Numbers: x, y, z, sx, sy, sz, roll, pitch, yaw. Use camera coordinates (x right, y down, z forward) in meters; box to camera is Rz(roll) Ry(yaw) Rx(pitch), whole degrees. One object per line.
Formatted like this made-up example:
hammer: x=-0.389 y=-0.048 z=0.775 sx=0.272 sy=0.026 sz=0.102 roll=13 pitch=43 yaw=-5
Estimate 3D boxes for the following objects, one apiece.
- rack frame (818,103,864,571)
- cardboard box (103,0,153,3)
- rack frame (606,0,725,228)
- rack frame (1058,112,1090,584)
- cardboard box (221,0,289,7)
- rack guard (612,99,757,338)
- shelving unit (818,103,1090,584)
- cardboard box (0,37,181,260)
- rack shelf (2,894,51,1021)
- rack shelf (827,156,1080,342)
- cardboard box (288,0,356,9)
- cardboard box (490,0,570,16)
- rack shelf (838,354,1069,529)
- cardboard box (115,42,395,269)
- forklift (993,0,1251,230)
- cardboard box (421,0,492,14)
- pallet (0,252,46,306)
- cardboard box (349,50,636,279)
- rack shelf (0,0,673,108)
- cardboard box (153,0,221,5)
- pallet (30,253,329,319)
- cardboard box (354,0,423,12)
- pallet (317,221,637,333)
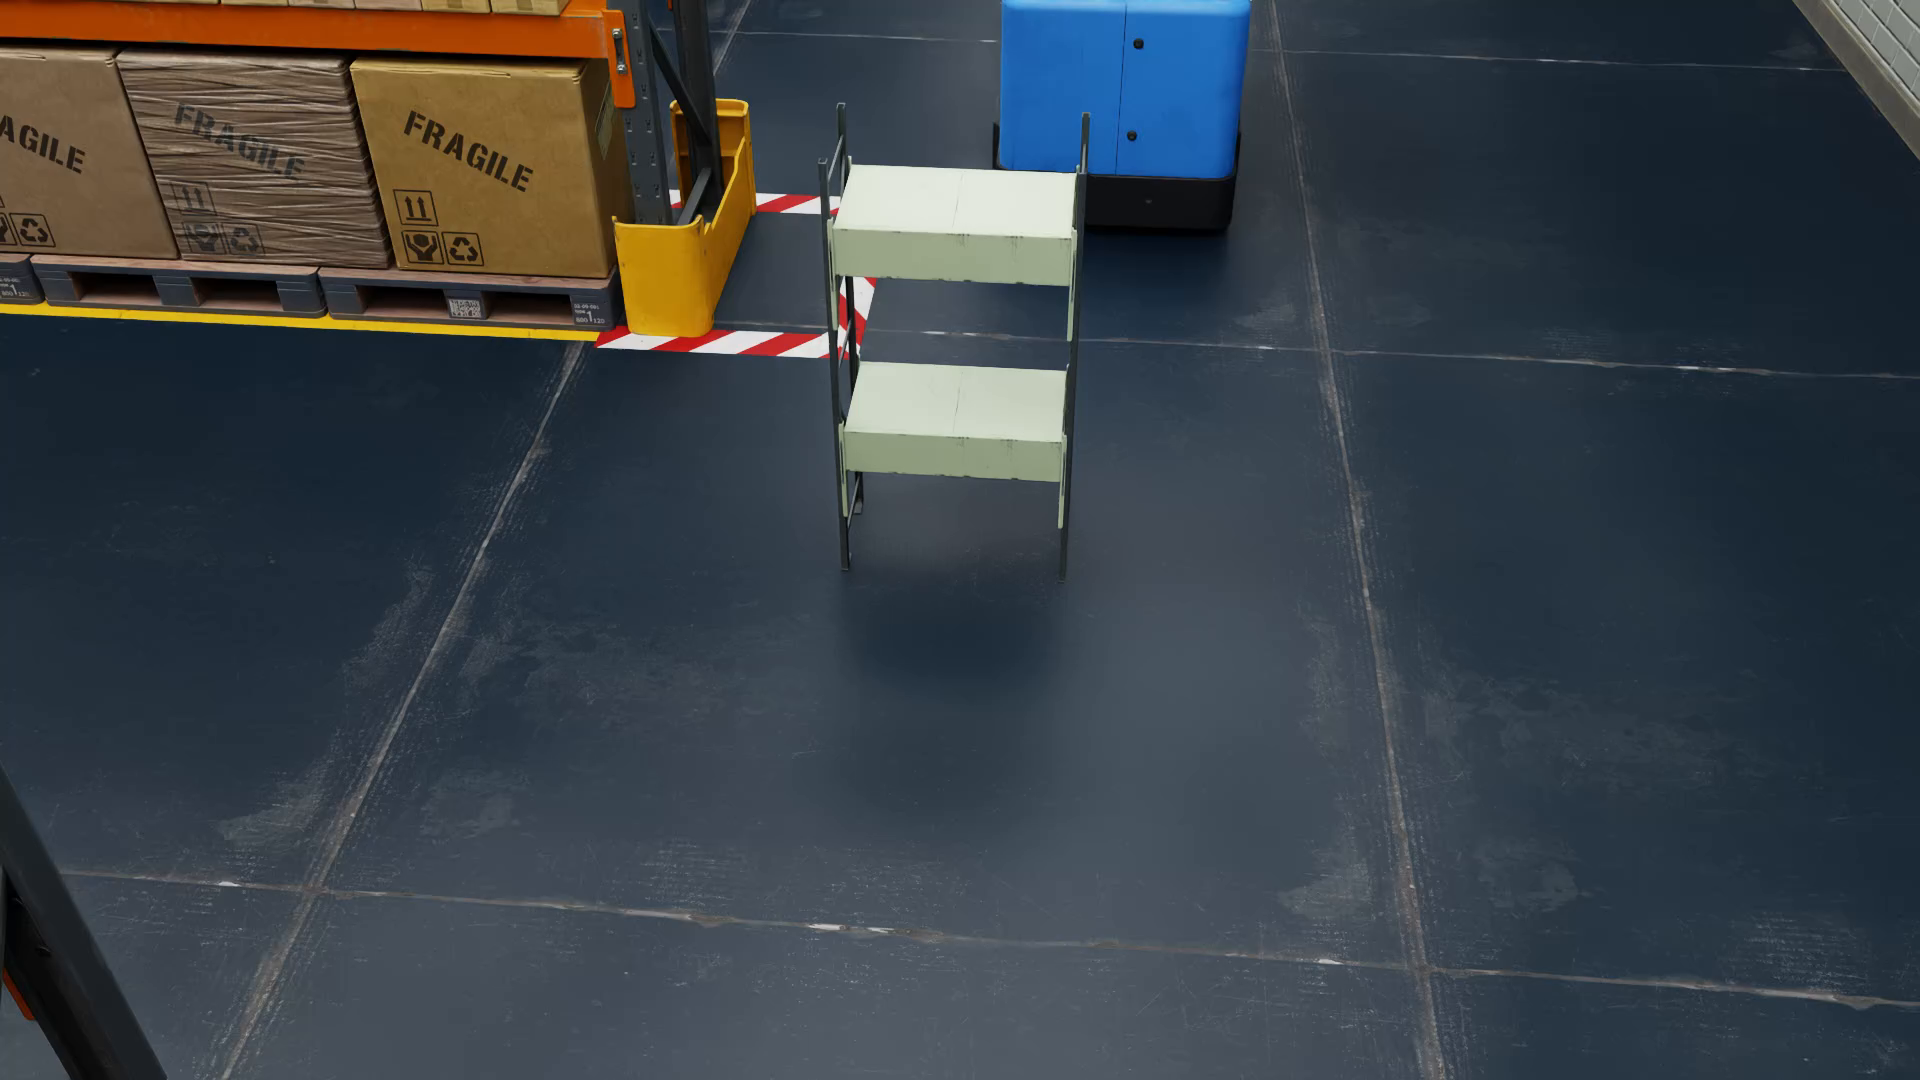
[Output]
rack frame: x=-0.371 y=-0.602 z=5.301 sx=0.023 sy=1.500 sz=0.400 roll=3 pitch=39 yaw=4
cardboard box: x=-3.076 y=-2.159 z=6.226 sx=0.250 sy=0.149 sz=0.380 roll=4 pitch=39 yaw=5
rack frame: x=-1.170 y=-2.361 z=6.274 sx=0.127 sy=3.000 sz=1.000 roll=3 pitch=39 yaw=4
rack frame: x=0.358 y=-0.562 z=5.252 sx=0.023 sy=1.500 sz=0.400 roll=3 pitch=39 yaw=4
cardboard box: x=-2.571 y=-2.131 z=6.190 sx=0.250 sy=0.149 sz=0.380 roll=2 pitch=39 yaw=3
rack guard: x=-1.146 y=-1.390 z=7.062 sx=0.348 sy=0.500 sz=1.175 roll=3 pitch=39 yaw=4
shelving unit: x=-0.007 y=-0.582 z=5.277 sx=0.755 sy=1.500 sz=0.431 roll=3 pitch=39 yaw=4
cardboard box: x=-3.608 y=-1.782 z=6.914 sx=0.875 sy=0.875 sz=0.875 roll=3 pitch=39 yaw=4
rack shelf: x=-3.691 y=0.923 z=2.810 sx=4.000 sy=0.370 sz=1.077 roll=3 pitch=39 yaw=4
rack shelf: x=-0.007 y=-0.885 z=5.031 sx=0.720 sy=0.370 sz=0.431 roll=3 pitch=39 yaw=4
cardboard box: x=-2.312 y=-2.118 z=6.174 sx=0.250 sy=0.149 sz=0.380 roll=4 pitch=39 yaw=5
cardboard box: x=-1.553 y=-2.076 z=6.123 sx=0.250 sy=0.149 sz=0.380 roll=4 pitch=39 yaw=5
rack shelf: x=-0.007 y=-0.329 z=5.483 sx=0.720 sy=0.370 sz=0.431 roll=3 pitch=39 yaw=4
cardboard box: x=-2.721 y=-1.734 z=6.854 sx=0.875 sy=0.875 sz=0.875 roll=3 pitch=39 yaw=4
forklift: x=0.801 y=-3.420 z=7.629 sx=1.130 sy=2.935 sz=3.031 roll=3 pitch=39 yaw=4
cardboard box: x=-1.812 y=-2.089 z=6.139 sx=0.250 sy=0.149 sz=0.380 roll=4 pitch=39 yaw=4
pallet: x=-4.404 y=-1.407 z=7.311 sx=1.213 sy=0.211 sz=1.003 roll=3 pitch=39 yaw=4
cardboard box: x=-1.814 y=-1.684 z=6.794 sx=0.875 sy=0.875 sz=0.875 roll=3 pitch=39 yaw=4
rack shelf: x=-3.162 y=-2.191 z=6.635 sx=4.000 sy=0.370 sz=1.077 roll=3 pitch=39 yaw=4
cardboard box: x=-2.829 y=-2.144 z=6.207 sx=0.250 sy=0.149 sz=0.380 roll=3 pitch=39 yaw=4
pallet: x=-3.185 y=-1.342 z=7.231 sx=1.213 sy=0.211 sz=1.003 roll=3 pitch=39 yaw=4
cardboard box: x=-2.063 y=-2.103 z=6.157 sx=0.250 sy=0.149 sz=0.380 roll=3 pitch=39 yaw=4
pallet: x=-1.973 y=-1.274 z=7.148 sx=1.213 sy=0.211 sz=1.003 roll=3 pitch=39 yaw=4
